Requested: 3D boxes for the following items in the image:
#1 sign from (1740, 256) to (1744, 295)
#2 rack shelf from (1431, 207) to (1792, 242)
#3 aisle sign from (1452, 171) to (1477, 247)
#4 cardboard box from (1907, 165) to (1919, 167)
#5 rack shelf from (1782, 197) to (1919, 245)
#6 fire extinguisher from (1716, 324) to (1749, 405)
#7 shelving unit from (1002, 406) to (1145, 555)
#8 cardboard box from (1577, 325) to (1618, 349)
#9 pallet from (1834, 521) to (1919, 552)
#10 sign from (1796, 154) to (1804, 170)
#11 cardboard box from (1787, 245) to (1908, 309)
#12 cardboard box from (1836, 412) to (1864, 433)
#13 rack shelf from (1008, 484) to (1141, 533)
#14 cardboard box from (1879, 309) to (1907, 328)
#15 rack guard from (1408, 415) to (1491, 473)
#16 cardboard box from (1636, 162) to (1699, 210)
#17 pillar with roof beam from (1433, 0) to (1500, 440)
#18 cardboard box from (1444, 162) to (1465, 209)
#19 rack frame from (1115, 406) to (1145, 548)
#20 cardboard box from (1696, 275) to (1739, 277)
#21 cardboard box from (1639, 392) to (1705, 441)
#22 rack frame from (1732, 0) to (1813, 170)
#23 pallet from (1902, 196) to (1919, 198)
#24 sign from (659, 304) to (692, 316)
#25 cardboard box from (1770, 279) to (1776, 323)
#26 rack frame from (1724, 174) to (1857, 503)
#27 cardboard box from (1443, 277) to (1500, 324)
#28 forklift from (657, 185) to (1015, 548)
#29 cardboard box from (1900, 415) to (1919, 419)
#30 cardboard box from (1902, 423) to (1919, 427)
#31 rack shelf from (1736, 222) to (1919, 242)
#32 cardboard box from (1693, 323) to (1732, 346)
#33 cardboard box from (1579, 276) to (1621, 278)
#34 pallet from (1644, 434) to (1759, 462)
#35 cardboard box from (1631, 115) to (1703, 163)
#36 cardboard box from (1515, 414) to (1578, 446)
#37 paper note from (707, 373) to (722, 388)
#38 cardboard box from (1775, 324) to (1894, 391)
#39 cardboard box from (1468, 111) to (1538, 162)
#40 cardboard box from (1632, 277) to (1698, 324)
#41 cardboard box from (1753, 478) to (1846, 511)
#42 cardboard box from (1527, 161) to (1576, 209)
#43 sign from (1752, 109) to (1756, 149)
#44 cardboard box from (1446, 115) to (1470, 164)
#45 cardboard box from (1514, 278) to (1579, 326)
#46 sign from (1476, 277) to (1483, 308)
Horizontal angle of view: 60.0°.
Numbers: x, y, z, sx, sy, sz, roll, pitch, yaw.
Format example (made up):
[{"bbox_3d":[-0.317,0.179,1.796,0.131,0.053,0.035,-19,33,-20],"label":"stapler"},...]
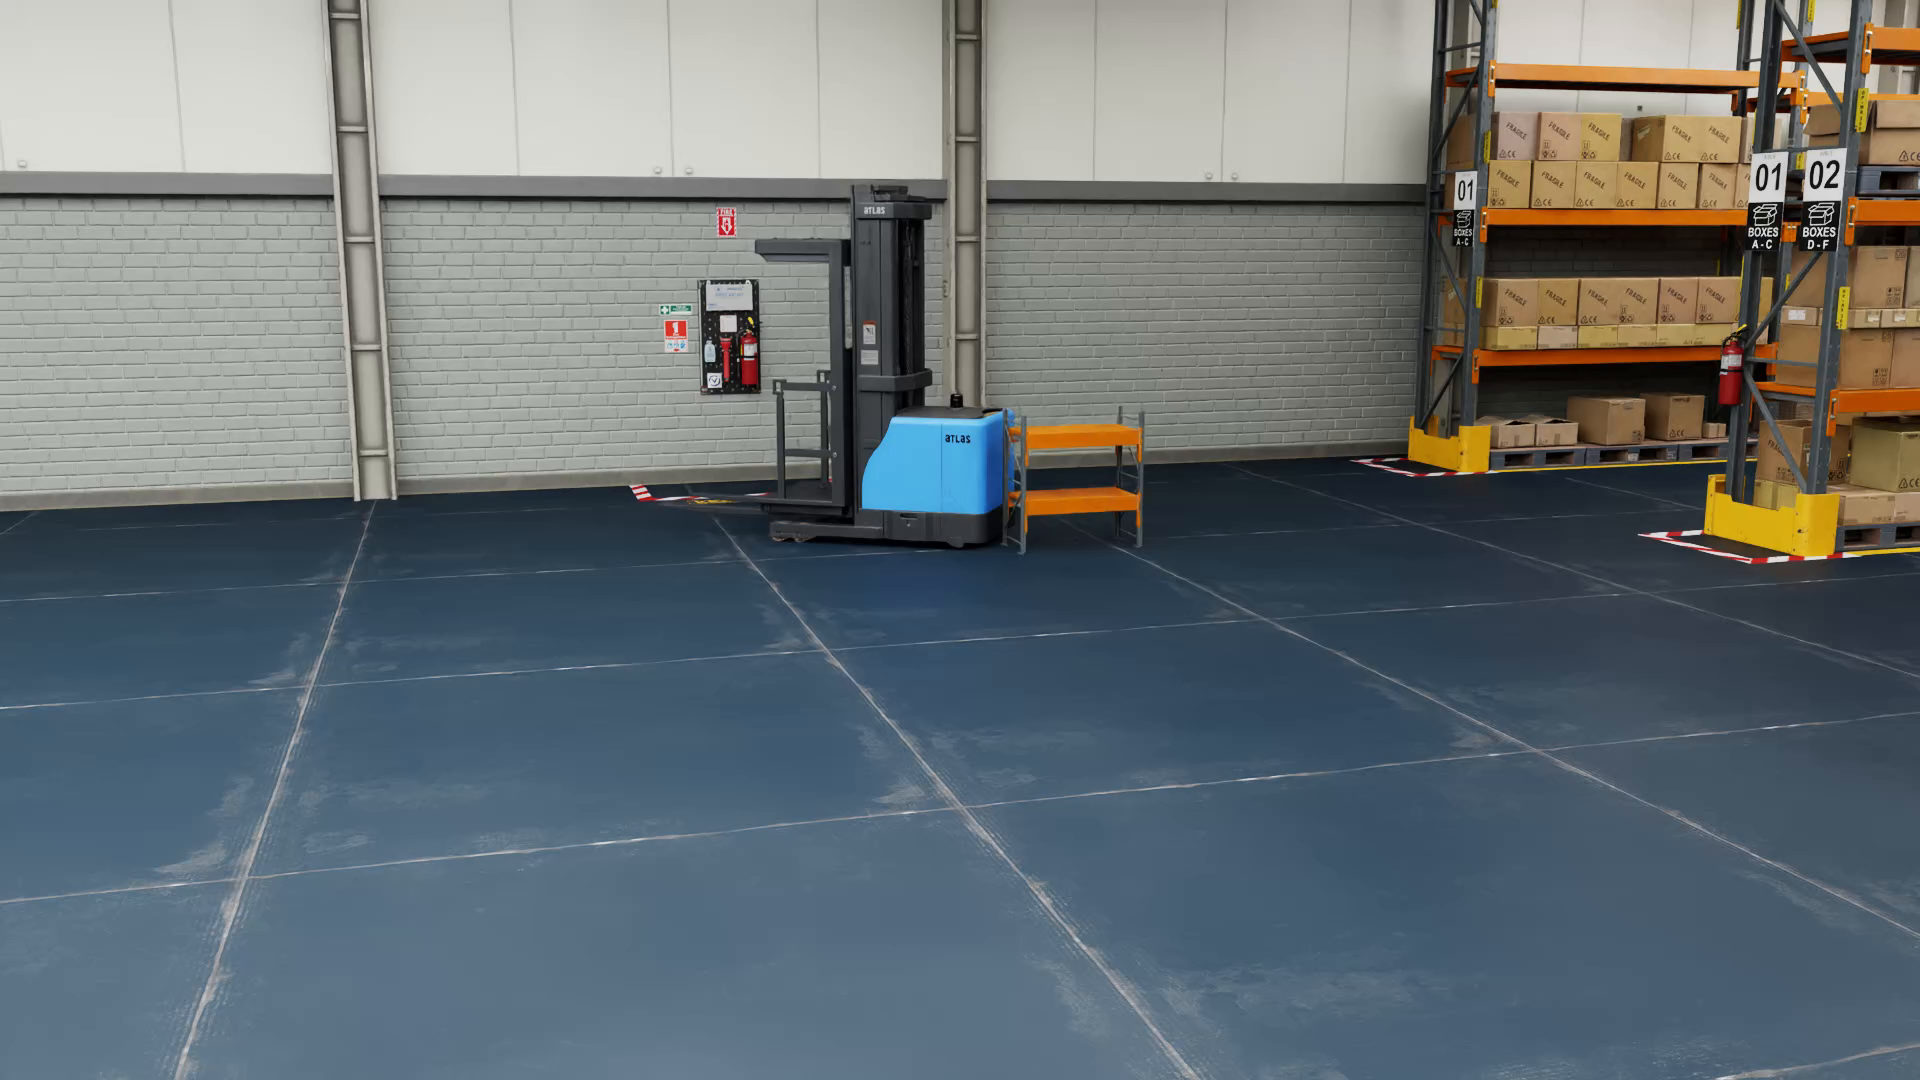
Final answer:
[{"bbox_3d":[6.626,-2.230,14.022,0.005,0.325,0.100,-3,11,-16],"label":"sign"},{"bbox_3d":[7.297,-3.532,18.652,4.000,0.370,1.077,-3,11,-16],"label":"rack shelf"},{"bbox_3d":[5.391,-3.533,17.770,0.004,0.787,0.394,-3,11,-16],"label":"aisle sign"},{"bbox_3d":[7.944,-3.105,13.489,0.250,0.149,0.380,-3,11,-16],"label":"cardboard box"},{"bbox_3d":[8.685,-2.672,13.975,4.000,0.370,1.077,-3,11,-16],"label":"rack shelf"},{"bbox_3d":[6.521,-1.486,14.045,0.183,0.674,0.296,-3,11,-16],"label":"fire extinguisher"},{"bbox_3d":[0.926,-0.505,13.684,1.048,1.125,0.538,-3,11,-17],"label":"shelving unit"},{"bbox_3d":[6.919,-2.269,18.445,0.500,0.250,0.500,-3,11,-17],"label":"cardboard box"},{"bbox_3d":[7.487,-0.124,14.134,1.213,0.211,1.003,-3,11,-16],"label":"pallet"},{"bbox_3d":[9.376,-4.148,18.580,0.005,0.325,0.100,-3,11,-16],"label":"sign"},{"bbox_3d":[7.267,-2.160,13.636,0.500,0.500,0.700,-3,11,-16],"label":"cardboard box"},{"bbox_3d":[10.401,-1.574,20.002,0.500,0.500,0.700,-3,11,-17],"label":"cardboard box"},{"bbox_3d":[0.926,-0.265,13.728,1.000,0.278,0.538,-3,11,-17],"label":"rack shelf"},{"bbox_3d":[7.454,-1.813,13.544,0.250,0.149,0.380,-3,11,-17],"label":"cardboard box"},{"bbox_3d":[5.449,-1.084,18.556,0.348,0.500,1.175,-3,11,-16],"label":"rack guard"},{"bbox_3d":[7.791,-3.920,18.438,0.500,0.500,0.500,-3,11,-18],"label":"cardboard box"},{"bbox_3d":[7.010,-4.698,14.710,0.400,9.000,9.100,-3,11,-16],"label":"pillar with roof beam"},{"bbox_3d":[5.706,-3.909,18.380,0.500,0.500,0.500,-2,11,-12],"label":"cardboard box"},{"bbox_3d":[1.412,-0.532,13.832,0.032,1.125,0.500,-3,11,-17],"label":"rack frame"},{"bbox_3d":[8.707,-2.830,19.420,0.500,0.500,0.500,-3,11,-17],"label":"cardboard box"},{"bbox_3d":[8.232,-1.440,19.272,0.500,0.500,0.500,-4,11,-20],"label":"cardboard box"},{"bbox_3d":[9.217,-5.463,18.865,0.127,3.000,1.000,-3,11,-16],"label":"rack frame"},{"bbox_3d":[8.624,-2.974,13.877,1.213,0.211,1.003,-3,11,-16],"label":"pallet"},{"bbox_3d":[-2.890,-2.340,16.912,0.331,0.109,0.001,-3,11,-16],"label":"sign"},{"bbox_3d":[9.715,-2.798,19.467,0.500,0.500,0.700,-3,11,-16],"label":"cardboard box"},{"bbox_3d":[6.765,-1.449,13.632,0.127,3.000,1.000,-3,11,-16],"label":"rack frame"},{"bbox_3d":[5.770,-2.676,18.583,0.500,0.500,0.500,-3,11,-17],"label":"cardboard box"},{"bbox_3d":[-1.096,-1.508,14.141,3.031,2.935,1.130,3,11,17],"label":"forklift"},{"bbox_3d":[8.633,-0.829,14.628,0.500,0.500,0.500,-3,11,-16],"label":"cardboard box"},{"bbox_3d":[8.298,-0.714,14.001,0.500,0.500,0.500,-3,11,-16],"label":"cardboard box"},{"bbox_3d":[11.137,-3.735,19.752,4.000,0.370,1.077,-3,11,-16],"label":"rack shelf"},{"bbox_3d":[8.366,-2.348,18.874,0.500,0.250,0.500,-3,11,-16],"label":"cardboard box"},{"bbox_3d":[7.234,-2.752,18.997,0.500,0.500,0.500,-3,11,-15],"label":"cardboard box"},{"bbox_3d":[8.582,-1.101,19.443,1.213,0.211,1.003,-3,11,-16],"label":"pallet"},{"bbox_3d":[7.790,-4.408,18.327,0.500,0.500,0.500,-3,11,-18],"label":"cardboard box"},{"bbox_3d":[6.613,-1.252,18.774,0.500,0.311,0.500,-2,11,-11],"label":"cardboard box"},{"bbox_3d":[-2.527,-1.643,17.122,0.142,0.148,0.016,-3,11,-16],"label":"paper note"},{"bbox_3d":[7.216,-1.519,13.739,0.500,0.500,0.700,-3,11,-16],"label":"cardboard box"},{"bbox_3d":[5.814,-4.313,17.812,0.500,0.500,0.500,-4,11,-20],"label":"cardboard box"},{"bbox_3d":[7.885,-2.690,18.659,0.500,0.500,0.500,-3,11,-18],"label":"cardboard box"},{"bbox_3d":[7.197,-0.382,14.269,0.500,0.250,0.500,-3,11,-16],"label":"cardboard box"},{"bbox_3d":[6.293,-3.839,17.996,0.500,0.500,0.500,-2,11,-12],"label":"cardboard box"},{"bbox_3d":[6.626,-3.416,13.804,0.005,0.325,0.100,-3,11,-16],"label":"sign"},{"bbox_3d":[5.717,-4.403,18.301,0.500,0.500,0.500,-3,11,-13],"label":"cardboard box"},{"bbox_3d":[6.396,-2.610,18.226,0.500,0.500,0.500,-3,11,-16],"label":"cardboard box"},{"bbox_3d":[5.528,-2.641,17.718,0.005,0.325,0.100,-3,11,-16],"label":"sign"}]
